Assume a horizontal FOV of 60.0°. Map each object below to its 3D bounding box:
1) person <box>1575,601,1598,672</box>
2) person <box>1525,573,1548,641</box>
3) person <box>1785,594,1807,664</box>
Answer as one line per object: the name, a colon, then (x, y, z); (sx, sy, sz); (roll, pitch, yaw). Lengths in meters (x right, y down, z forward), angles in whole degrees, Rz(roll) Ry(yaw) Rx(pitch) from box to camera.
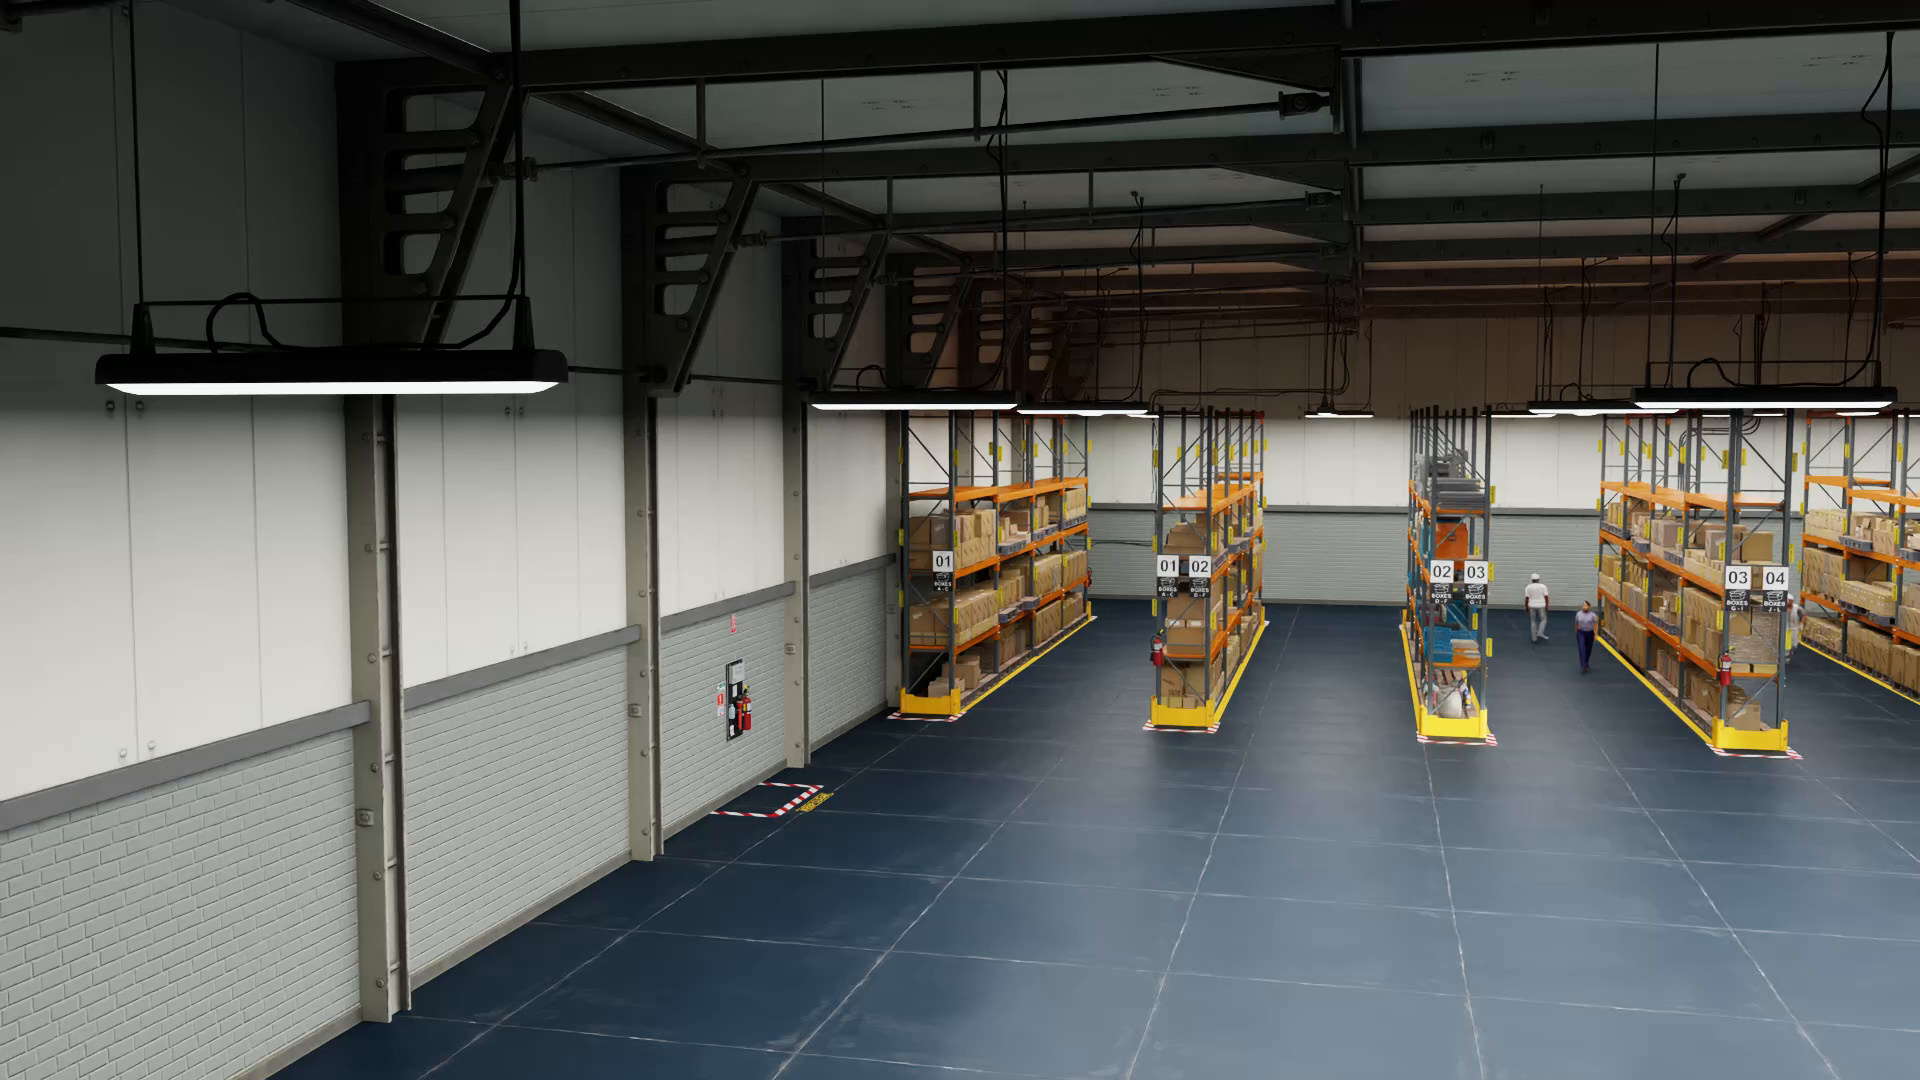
person: (14.352, 2.181, 38.078); (0.465, 1.588, 1.034); (1, 4, 10)
person: (14.962, 1.752, 43.125); (0.612, 1.761, 0.508); (2, 4, 23)
person: (19.468, 2.091, 38.988); (0.695, 1.684, 0.641); (2, 4, 22)
